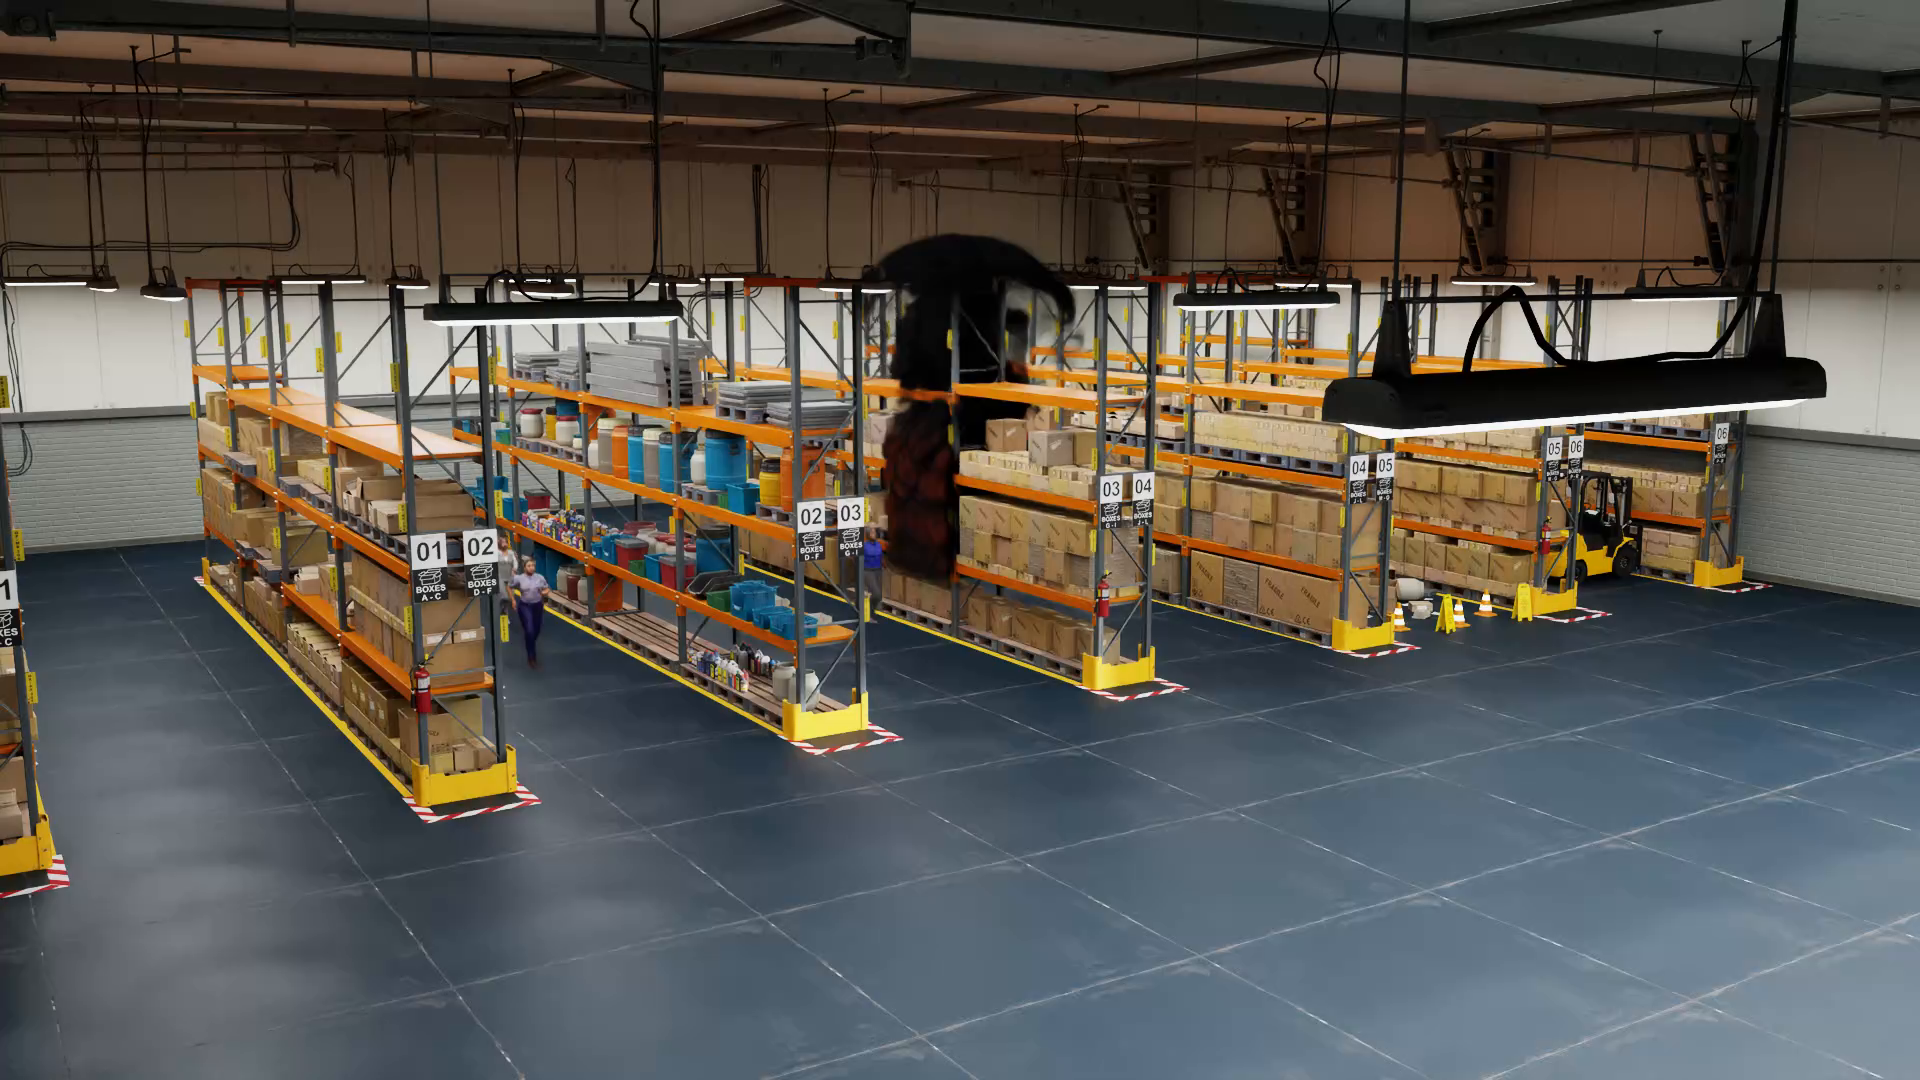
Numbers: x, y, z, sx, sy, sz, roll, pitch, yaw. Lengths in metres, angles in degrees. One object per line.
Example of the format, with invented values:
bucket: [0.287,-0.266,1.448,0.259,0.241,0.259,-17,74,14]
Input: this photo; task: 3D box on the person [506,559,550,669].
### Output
person: [-6.791,1.129,26.307,0.589,1.688,0.830,-7,12,-37]

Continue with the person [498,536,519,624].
person: [-7.976,0.710,29.128,0.545,1.550,0.513,-7,12,-37]

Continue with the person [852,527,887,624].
person: [-1.436,0.630,27.820,0.574,1.581,0.528,-9,13,-42]
